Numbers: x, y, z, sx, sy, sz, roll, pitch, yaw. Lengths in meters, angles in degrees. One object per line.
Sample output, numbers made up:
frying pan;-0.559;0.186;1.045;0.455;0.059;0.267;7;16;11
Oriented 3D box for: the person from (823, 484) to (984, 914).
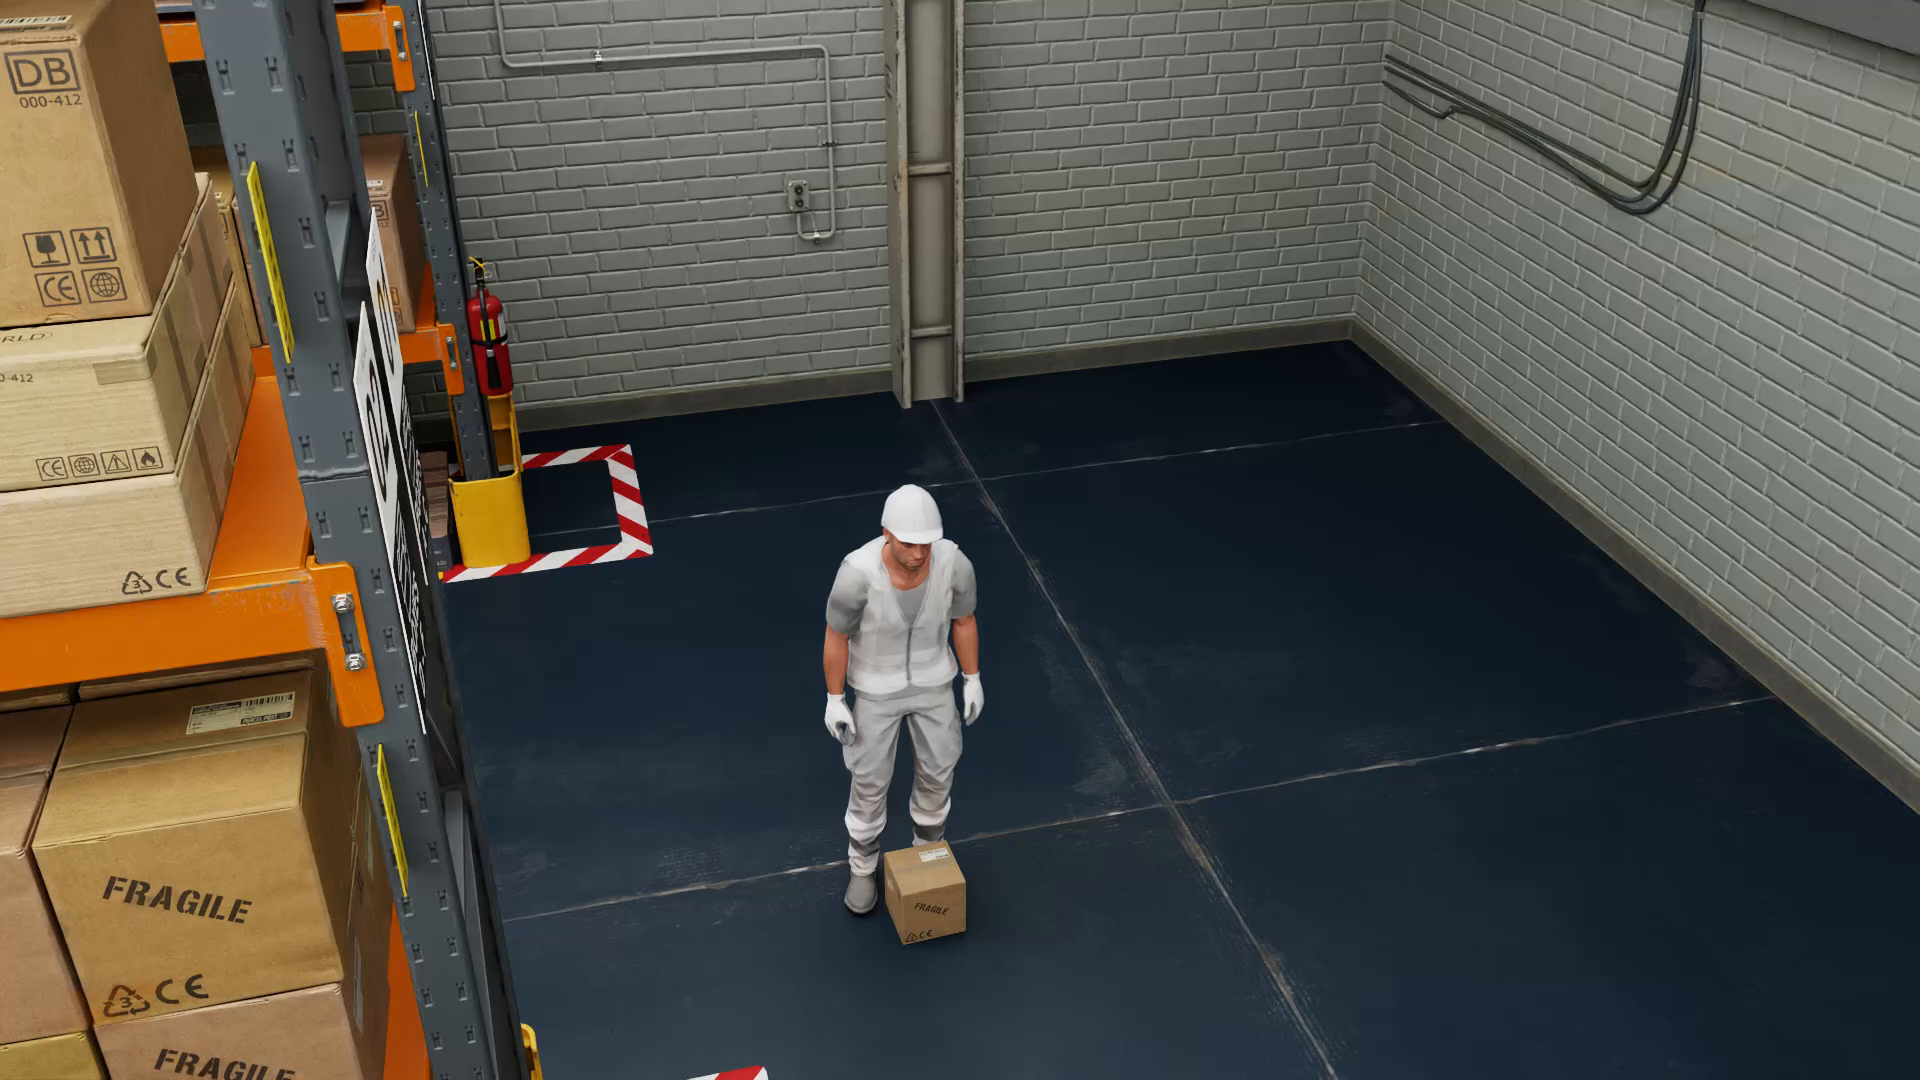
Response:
person;-0.204;0.571;6.125;0.609;1.779;0.454;-8;31;-14
